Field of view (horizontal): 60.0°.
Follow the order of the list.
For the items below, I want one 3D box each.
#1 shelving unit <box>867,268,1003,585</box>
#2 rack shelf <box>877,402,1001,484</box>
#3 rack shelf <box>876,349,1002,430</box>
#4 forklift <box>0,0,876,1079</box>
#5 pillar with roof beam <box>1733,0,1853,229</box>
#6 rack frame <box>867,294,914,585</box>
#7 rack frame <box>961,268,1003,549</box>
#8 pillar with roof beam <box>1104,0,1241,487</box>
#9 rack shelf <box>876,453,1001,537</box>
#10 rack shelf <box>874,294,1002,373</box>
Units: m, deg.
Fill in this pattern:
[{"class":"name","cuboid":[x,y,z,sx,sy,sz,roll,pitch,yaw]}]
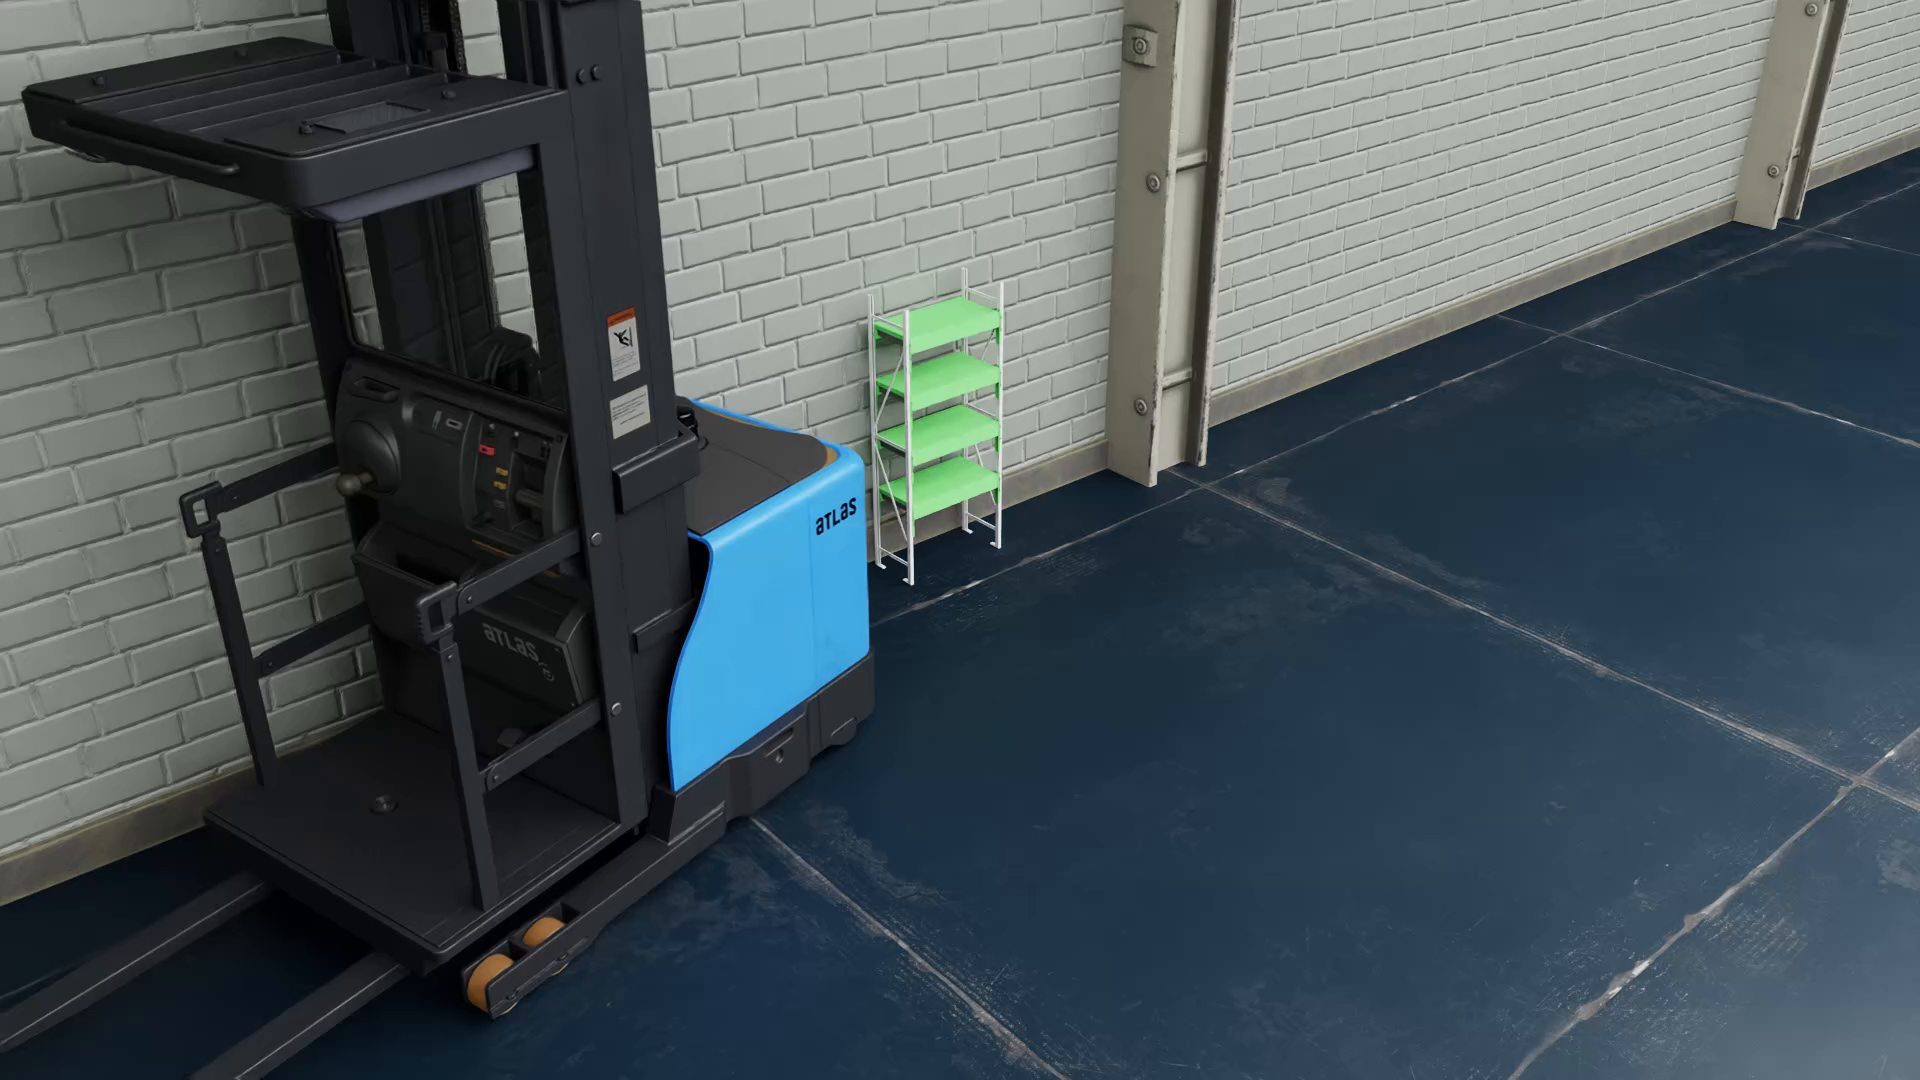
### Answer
[{"class":"shelving unit","cuboid":[-0.093,-0.462,6.840,0.503,1.200,0.258,-22,35,-35]},{"class":"rack shelf","cuboid":[-0.093,-0.405,6.870,0.480,0.148,0.258,-22,35,-35]},{"class":"rack shelf","cuboid":[-0.094,-0.618,6.757,0.480,0.148,0.258,-22,35,-35]},{"class":"forklift","cuboid":[-1.559,-0.203,4.519,1.130,2.935,3.031,18,33,30]},{"class":"pillar with roof beam","cuboid":[8.285,-4.620,6.348,0.400,9.000,9.100,-22,35,-35]},{"class":"rack frame","cuboid":[-0.278,-0.386,6.699,0.015,1.200,0.240,-22,35,-35]},{"class":"rack frame","cuboid":[0.091,-0.537,6.981,0.015,1.200,0.240,-22,35,-35]},{"class":"pillar with roof beam","cuboid":[3.721,-2.785,2.913,0.400,9.000,9.100,-22,35,-35]},{"class":"rack shelf","cuboid":[-0.093,-0.193,6.982,0.480,0.148,0.258,-22,35,-35]},{"class":"rack shelf","cuboid":[-0.095,-0.830,6.645,0.480,0.148,0.258,-22,35,-35]}]
